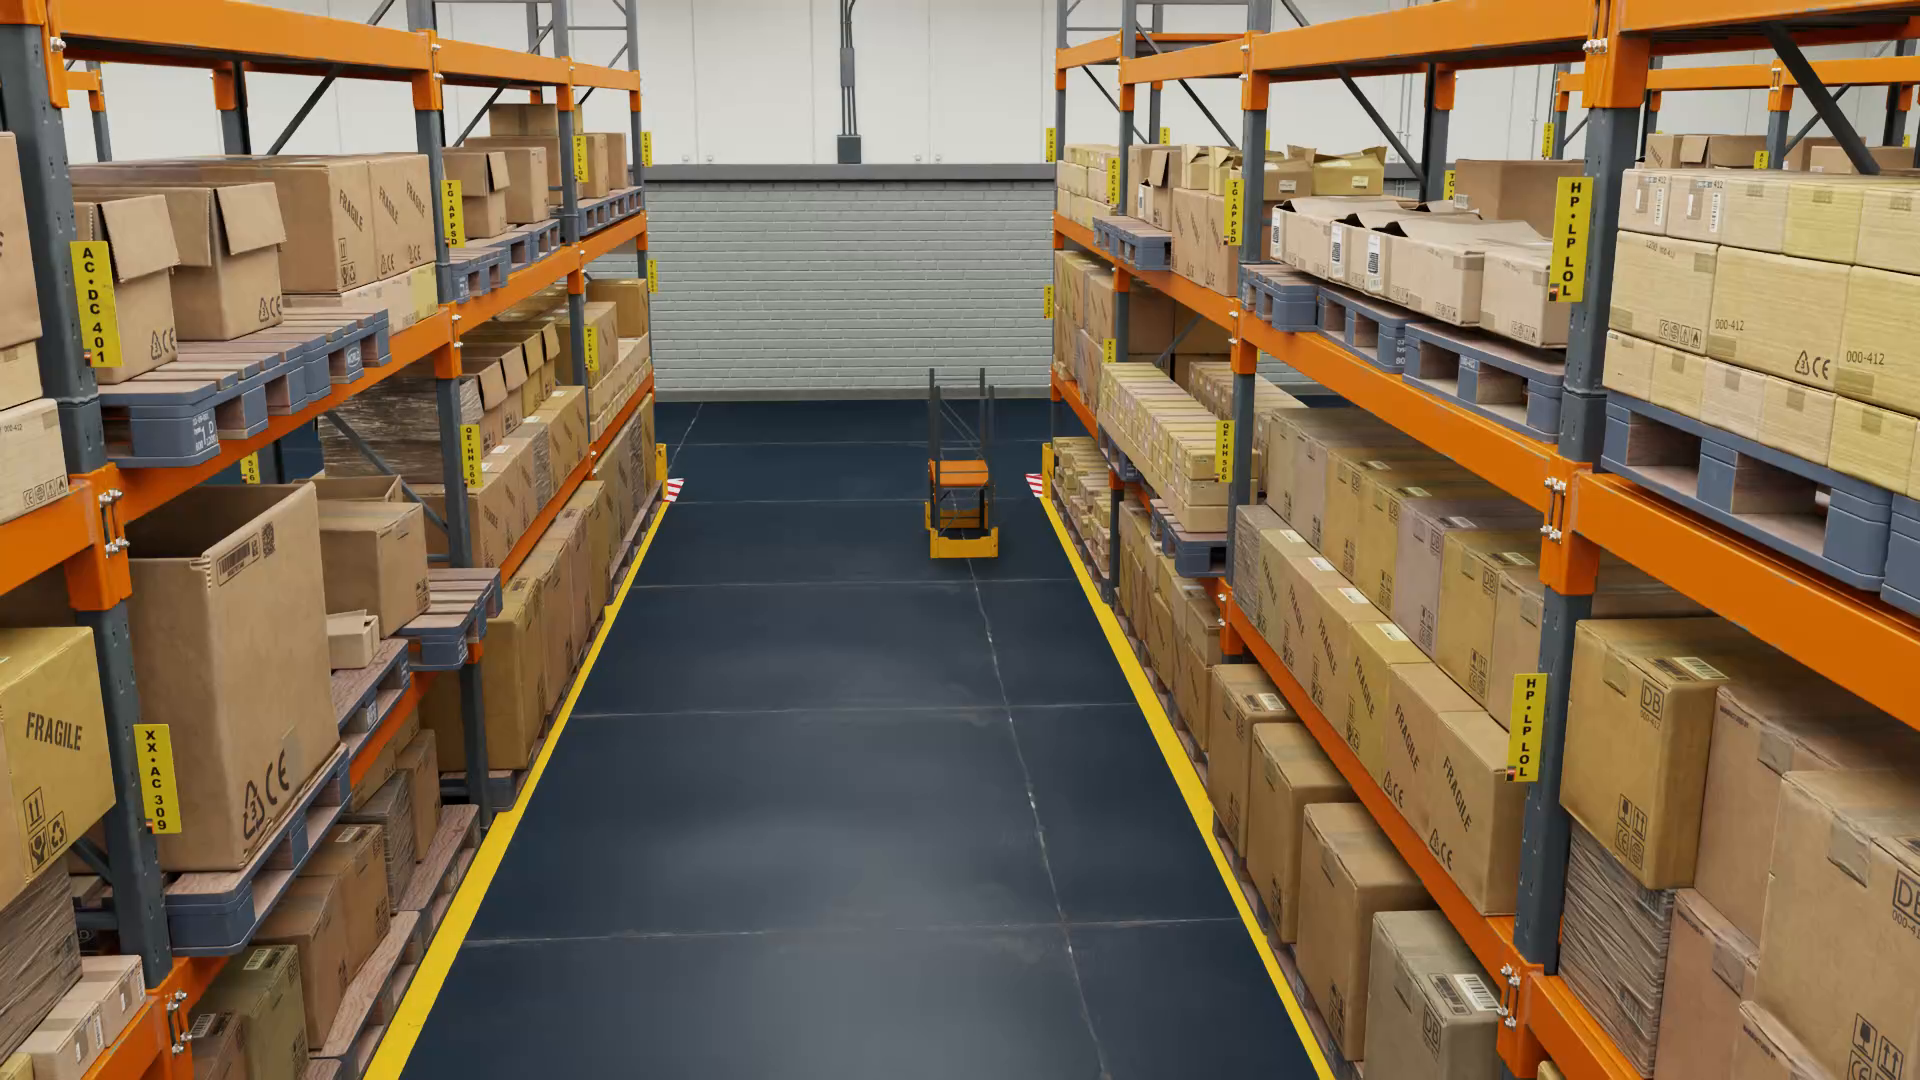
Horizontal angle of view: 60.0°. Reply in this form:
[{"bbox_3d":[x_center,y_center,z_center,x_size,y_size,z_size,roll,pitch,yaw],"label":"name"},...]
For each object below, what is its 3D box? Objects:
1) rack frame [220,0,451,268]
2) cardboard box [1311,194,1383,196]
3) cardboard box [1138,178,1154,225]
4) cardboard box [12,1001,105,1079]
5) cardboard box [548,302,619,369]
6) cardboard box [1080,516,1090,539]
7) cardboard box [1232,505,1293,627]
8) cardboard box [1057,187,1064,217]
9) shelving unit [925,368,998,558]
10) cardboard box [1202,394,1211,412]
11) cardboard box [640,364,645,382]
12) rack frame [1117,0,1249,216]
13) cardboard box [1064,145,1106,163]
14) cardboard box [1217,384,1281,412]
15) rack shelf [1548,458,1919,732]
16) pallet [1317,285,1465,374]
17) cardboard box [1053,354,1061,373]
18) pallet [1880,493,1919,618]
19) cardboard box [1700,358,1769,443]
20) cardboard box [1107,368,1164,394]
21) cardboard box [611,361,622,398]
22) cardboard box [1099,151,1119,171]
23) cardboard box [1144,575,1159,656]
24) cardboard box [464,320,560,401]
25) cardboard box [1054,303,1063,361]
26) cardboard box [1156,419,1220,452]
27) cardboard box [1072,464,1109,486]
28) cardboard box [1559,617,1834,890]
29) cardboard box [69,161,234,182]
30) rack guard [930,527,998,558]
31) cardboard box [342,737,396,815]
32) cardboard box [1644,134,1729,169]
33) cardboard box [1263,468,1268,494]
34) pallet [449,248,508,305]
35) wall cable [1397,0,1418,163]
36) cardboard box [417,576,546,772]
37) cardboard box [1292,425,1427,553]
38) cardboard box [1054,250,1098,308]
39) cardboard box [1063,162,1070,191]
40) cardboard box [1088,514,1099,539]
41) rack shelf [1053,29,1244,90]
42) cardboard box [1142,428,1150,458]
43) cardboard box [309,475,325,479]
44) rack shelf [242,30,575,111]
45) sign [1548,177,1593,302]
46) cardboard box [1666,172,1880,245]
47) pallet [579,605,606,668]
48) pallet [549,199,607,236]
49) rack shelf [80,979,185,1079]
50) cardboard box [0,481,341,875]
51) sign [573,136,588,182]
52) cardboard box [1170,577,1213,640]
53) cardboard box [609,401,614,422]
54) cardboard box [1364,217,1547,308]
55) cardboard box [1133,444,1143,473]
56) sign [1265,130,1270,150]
[{"bbox_3d":[-3.042,-2.800,7.848,1.000,3.000,0.127,-1,14,-3],"label":"rack frame"},{"bbox_3d":[2.107,-1.717,9.460,0.500,0.500,0.500,-1,14,-3],"label":"cardboard box"},{"bbox_3d":[1.512,-2.331,11.384,0.500,0.311,0.500,-1,14,-4],"label":"cardboard box"},{"bbox_3d":[-2.481,1.333,4.328,0.380,0.149,0.250,-1,14,-3],"label":"cardboard box"},{"bbox_3d":[-3.124,-1.699,13.808,0.500,0.500,0.500,-1,14,-5],"label":"cardboard box"},{"bbox_3d":[1.239,-0.113,14.324,0.380,0.149,0.250,-1,14,-4],"label":"cardboard box"},{"bbox_3d":[1.674,0.122,8.333,0.500,0.500,0.500,-1,14,-3],"label":"cardboard box"},{"bbox_3d":[1.192,-3.200,15.724,0.500,0.250,0.500,0,14,-1],"label":"cardboard box"},{"bbox_3d":[0.005,-0.707,14.766,0.587,1.500,1.083,-1,14,-3],"label":"shelving unit"},{"bbox_3d":[1.919,-0.943,11.737,0.380,0.149,0.250,0,14,-1],"label":"cardboard box"},{"bbox_3d":[-3.154,-1.551,15.540,0.380,0.149,0.250,-1,14,-3],"label":"cardboard box"},{"bbox_3d":[1.667,-3.846,11.914,1.000,3.000,0.127,-1,14,-3],"label":"rack frame"},{"bbox_3d":[1.154,-3.534,15.220,0.380,0.149,0.250,-1,14,-4],"label":"cardboard box"},{"bbox_3d":[1.947,-0.956,11.189,0.380,0.149,0.250,-1,14,-5],"label":"cardboard box"},{"bbox_3d":[2.287,0.442,2.712,1.077,0.370,4.000,-1,14,-3],"label":"rack shelf"},{"bbox_3d":[2.080,-0.870,6.745,1.003,0.211,1.213,0,14,-1],"label":"pallet"},{"bbox_3d":[1.112,-1.728,16.227,0.380,0.149,0.250,-1,14,-4],"label":"cardboard box"},{"bbox_3d":[2.276,0.146,2.599,1.003,0.211,1.213,-1,14,-3],"label":"pallet"},{"bbox_3d":[1.878,-0.312,3.658,0.380,0.149,0.250,-1,14,-4],"label":"cardboard box"},{"bbox_3d":[1.256,-1.136,11.889,0.380,0.149,0.250,0,14,-2],"label":"cardboard box"},{"bbox_3d":[-3.121,-1.334,13.895,0.500,0.250,0.500,-1,14,-2],"label":"cardboard box"},{"bbox_3d":[1.291,-2.955,12.969,0.380,0.149,0.250,-1,14,-4],"label":"cardboard box"},{"bbox_3d":[1.529,0.516,11.174,0.500,0.500,0.500,-1,14,-2],"label":"cardboard box"},{"bbox_3d":[-3.242,-1.265,11.708,0.797,0.503,0.637,-1,14,-5],"label":"cardboard box"},{"bbox_3d":[1.172,-2.012,16.028,0.500,0.500,0.500,0,14,-1],"label":"cardboard box"},{"bbox_3d":[1.377,-0.624,9.901,0.380,0.149,0.250,0,14,-2],"label":"cardboard box"},{"bbox_3d":[1.214,-0.584,14.959,0.380,0.149,0.250,-1,14,-3],"label":"cardboard box"},{"bbox_3d":[2.152,0.546,4.417,0.875,0.550,0.550,-1,14,-3],"label":"cardboard box"},{"bbox_3d":[-3.203,-1.265,6.701,0.500,0.500,0.500,-1,14,-5],"label":"cardboard box"},{"bbox_3d":[0.036,0.022,14.440,0.587,0.250,0.087,-1,14,-3],"label":"rack guard"},{"bbox_3d":[-2.927,1.038,7.601,0.500,0.250,0.500,1,14,3],"label":"cardboard box"},{"bbox_3d":[6.329,-3.286,14.514,0.500,0.500,0.500,-1,14,-2],"label":"cardboard box"},{"bbox_3d":[2.037,-0.343,10.000,0.380,0.149,0.250,0,14,-1],"label":"cardboard box"},{"bbox_3d":[-3.134,-1.415,8.865,1.213,0.211,1.003,0,14,-1],"label":"pallet"},{"bbox_3d":[5.720,-6.353,21.657,0.463,3.000,0.029,-1,14,-3],"label":"wall cable"},{"bbox_3d":[-3.063,0.759,9.476,1.225,0.875,0.875,-2,15,-6],"label":"cardboard box"},{"bbox_3d":[1.966,-0.241,7.735,0.700,0.500,0.500,-1,14,-4],"label":"cardboard box"},{"bbox_3d":[1.182,-2.496,15.904,0.500,0.500,0.500,-1,14,-4],"label":"cardboard box"},{"bbox_3d":[1.221,-3.315,15.167,0.500,0.250,0.500,-1,14,-4],"label":"cardboard box"},{"bbox_3d":[1.267,-0.114,13.732,0.380,0.149,0.250,-1,14,-5],"label":"cardboard box"},{"bbox_3d":[1.543,-3.993,13.938,1.077,0.370,4.000,-1,14,-3],"label":"rack shelf"},{"bbox_3d":[1.348,-0.608,10.434,0.380,0.149,0.250,-1,14,-2],"label":"cardboard box"},{"bbox_3d":[-3.319,-0.062,9.045,0.500,0.500,0.500,0,14,-2],"label":"cardboard box"},{"bbox_3d":[-3.165,-2.755,9.921,1.077,0.370,4.000,-1,14,-3],"label":"rack shelf"},{"bbox_3d":[1.622,-0.796,4.410,0.100,0.325,0.005,-1,14,-3],"label":"sign"},{"bbox_3d":[1.863,-0.761,3.804,0.380,0.149,0.250,-1,14,-4],"label":"cardboard box"},{"bbox_3d":[-3.166,0.652,12.068,1.003,0.211,1.213,-1,14,-3],"label":"pallet"},{"bbox_3d":[-3.330,-2.502,12.891,1.003,0.211,1.213,-1,14,-3],"label":"pallet"},{"bbox_3d":[-2.670,1.946,2.886,1.077,0.370,4.000,-1,14,-3],"label":"rack shelf"},{"bbox_3d":[-2.703,0.407,5.379,1.000,1.000,1.000,-1,14,-3],"label":"cardboard box"},{"bbox_3d":[-2.748,-2.755,12.027,0.100,0.325,0.005,-1,14,-3],"label":"sign"},{"bbox_3d":[1.569,0.407,10.094,0.500,0.250,0.500,-1,14,-3],"label":"cardboard box"},{"bbox_3d":[-3.027,-1.042,13.562,0.380,0.149,0.250,-1,14,-5],"label":"cardboard box"},{"bbox_3d":[1.835,-1.045,6.183,0.500,0.311,0.500,-1,14,-5],"label":"cardboard box"},{"bbox_3d":[1.331,-0.530,10.727,0.380,0.149,0.250,-2,15,-6],"label":"cardboard box"},{"bbox_3d":[2.221,-2.844,12.212,0.100,0.325,0.005,-1,14,-3],"label":"sign"}]
